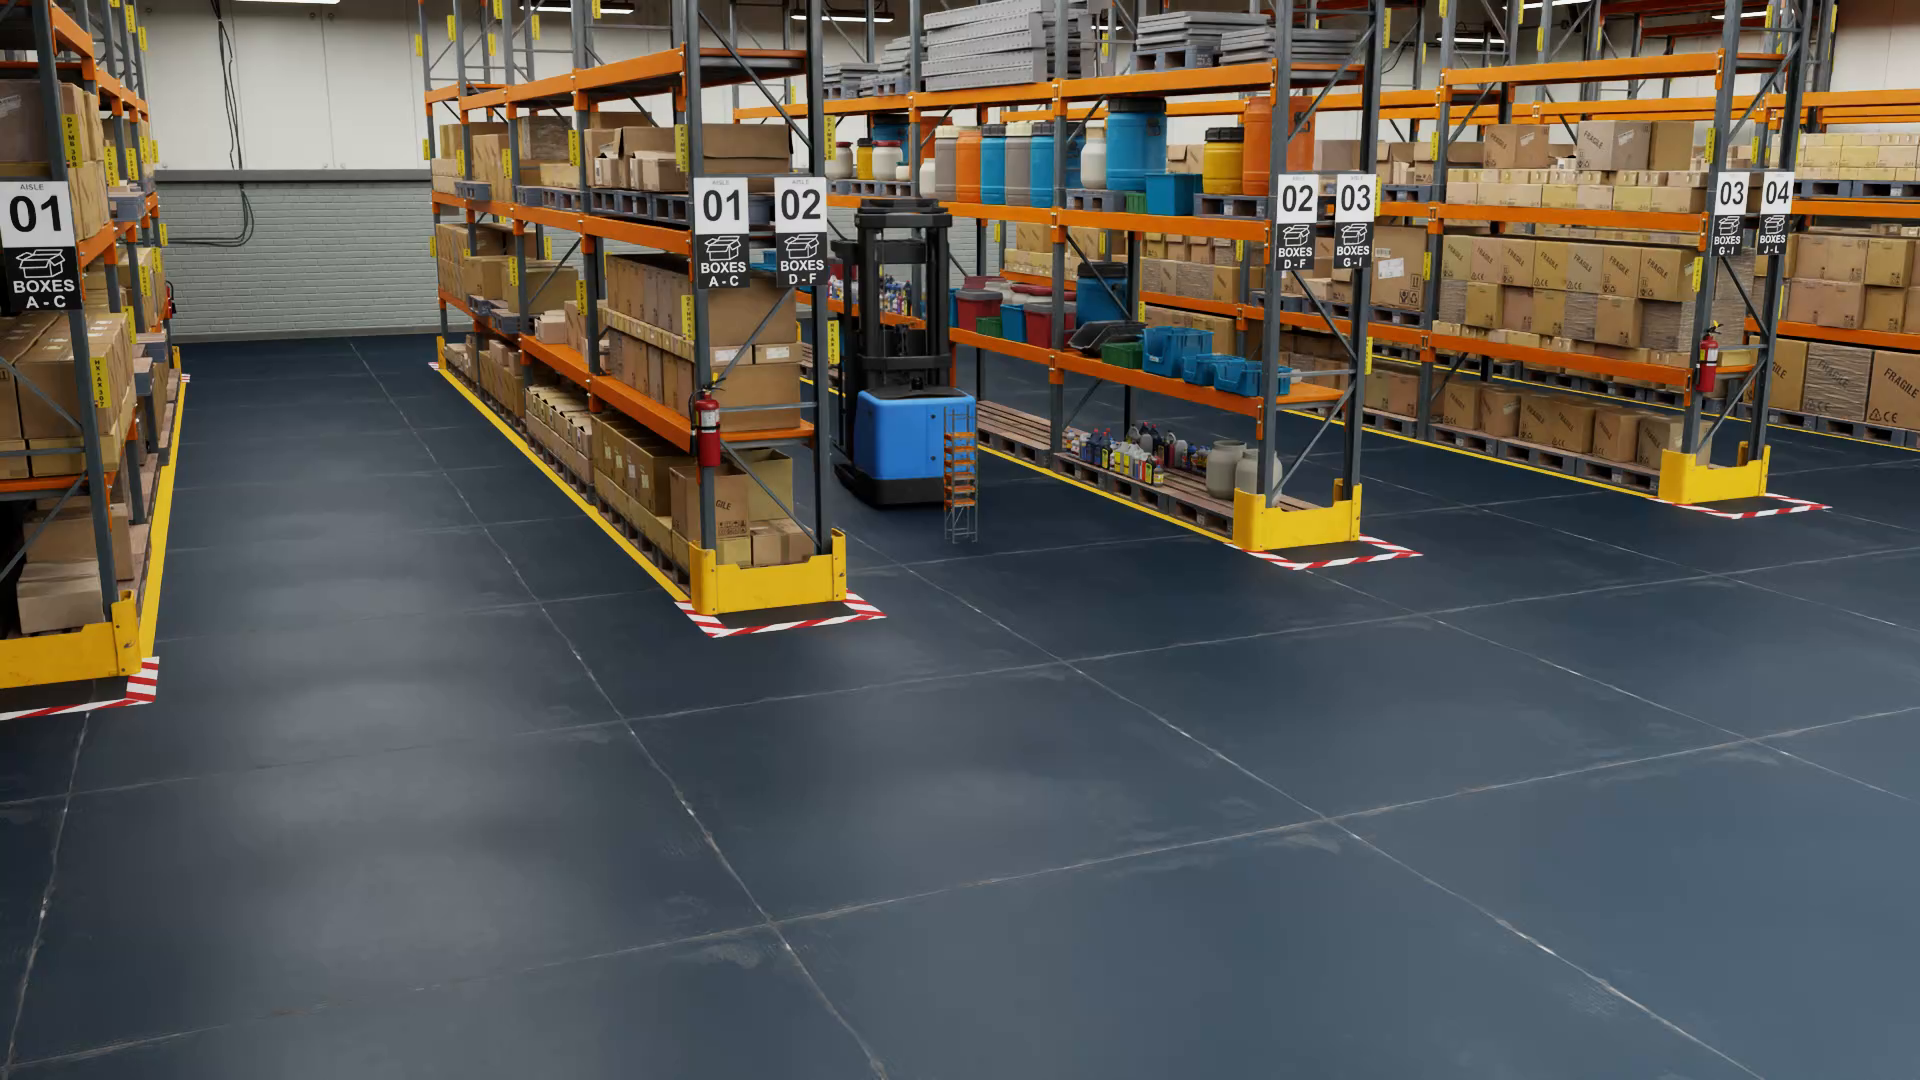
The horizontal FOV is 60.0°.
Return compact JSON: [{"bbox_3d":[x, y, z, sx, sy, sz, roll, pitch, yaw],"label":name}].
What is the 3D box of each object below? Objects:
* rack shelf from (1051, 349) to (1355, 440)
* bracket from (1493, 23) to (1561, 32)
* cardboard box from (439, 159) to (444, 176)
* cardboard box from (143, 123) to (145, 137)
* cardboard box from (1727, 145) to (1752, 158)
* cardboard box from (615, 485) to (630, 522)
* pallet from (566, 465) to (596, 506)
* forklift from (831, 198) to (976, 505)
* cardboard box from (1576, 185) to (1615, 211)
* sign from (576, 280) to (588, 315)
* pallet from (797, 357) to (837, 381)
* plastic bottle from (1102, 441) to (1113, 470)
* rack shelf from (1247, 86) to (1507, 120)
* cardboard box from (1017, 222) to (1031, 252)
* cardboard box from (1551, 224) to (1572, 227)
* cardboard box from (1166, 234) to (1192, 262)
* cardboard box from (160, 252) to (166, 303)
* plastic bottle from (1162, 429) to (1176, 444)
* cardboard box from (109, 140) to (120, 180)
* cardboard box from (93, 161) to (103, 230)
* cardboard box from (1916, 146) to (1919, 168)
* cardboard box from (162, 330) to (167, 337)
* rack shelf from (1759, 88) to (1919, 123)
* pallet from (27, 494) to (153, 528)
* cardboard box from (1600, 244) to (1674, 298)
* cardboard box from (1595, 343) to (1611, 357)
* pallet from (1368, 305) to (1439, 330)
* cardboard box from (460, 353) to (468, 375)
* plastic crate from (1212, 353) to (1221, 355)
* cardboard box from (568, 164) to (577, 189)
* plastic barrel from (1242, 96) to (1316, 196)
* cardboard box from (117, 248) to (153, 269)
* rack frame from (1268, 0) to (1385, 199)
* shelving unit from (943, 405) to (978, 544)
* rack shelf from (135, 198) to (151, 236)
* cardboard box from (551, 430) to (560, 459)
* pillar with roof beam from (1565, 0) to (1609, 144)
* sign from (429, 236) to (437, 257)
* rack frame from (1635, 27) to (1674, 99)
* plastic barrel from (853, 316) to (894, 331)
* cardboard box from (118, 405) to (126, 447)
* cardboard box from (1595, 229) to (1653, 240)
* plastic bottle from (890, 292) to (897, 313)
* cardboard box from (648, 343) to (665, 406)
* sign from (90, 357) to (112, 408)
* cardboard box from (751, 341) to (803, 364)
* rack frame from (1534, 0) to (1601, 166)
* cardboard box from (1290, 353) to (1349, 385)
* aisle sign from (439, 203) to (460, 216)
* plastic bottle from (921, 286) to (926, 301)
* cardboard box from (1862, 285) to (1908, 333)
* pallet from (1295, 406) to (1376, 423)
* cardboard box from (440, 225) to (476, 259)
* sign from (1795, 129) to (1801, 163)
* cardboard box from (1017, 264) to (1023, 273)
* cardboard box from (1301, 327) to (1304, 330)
[{"bbox_3d":[2.264,-1.497,16.281,1.077,0.370,4.000,-6,14,-23],"label":"rack shelf"},{"bbox_3d":[12.956,-12.477,40.841,0.076,0.066,5.218,-6,14,-23],"label":"bracket"},{"bbox_3d":[-7.517,-5.589,24.937,0.500,0.250,0.500,-6,14,-23],"label":"cardboard box"},{"bbox_3d":[-11.059,-5.304,21.998,0.500,0.500,0.500,-6,14,-24],"label":"cardboard box"},{"bbox_3d":[12.908,-6.332,27.769,0.700,0.500,0.500,-6,15,-26],"label":"cardboard box"},{"bbox_3d":[-2.778,-0.348,14.889,0.500,0.250,0.500,-6,14,-23],"label":"cardboard box"},{"bbox_3d":[-3.408,-0.604,17.013,1.003,0.211,1.213,-6,14,-23],"label":"pallet"},{"bbox_3d":[-0.709,-2.056,17.251,1.130,2.935,3.031,-4,13,-15],"label":"forklift"},{"bbox_3d":[6.777,-3.556,17.263,0.500,0.250,0.500,-5,14,-22],"label":"cardboard box"},{"bbox_3d":[-3.570,-2.289,15.714,0.100,0.325,0.005,-6,14,-23],"label":"sign"},{"bbox_3d":[-2.072,-2.703,26.082,1.003,0.211,1.213,-6,14,-23],"label":"pallet"},{"bbox_3d":[1.510,-0.871,17.027,0.061,0.283,0.133,-5,14,-20],"label":"plastic bottle"},{"bbox_3d":[5.200,-5.499,21.153,1.077,0.370,4.000,-6,14,-23],"label":"rack shelf"},{"bbox_3d":[1.339,-5.398,29.549,0.500,0.500,0.500,-6,14,-24],"label":"cardboard box"},{"bbox_3d":[11.435,-5.864,31.117,0.500,0.500,0.500,-6,14,-23],"label":"cardboard box"},{"bbox_3d":[3.588,-4.497,25.203,0.797,0.503,0.637,-5,14,-21],"label":"cardboard box"},{"bbox_3d":[-11.906,-3.737,23.701,0.980,0.700,0.700,-6,14,-23],"label":"cardboard box"},{"bbox_3d":[2.191,-0.971,17.313,0.144,0.351,0.185,-6,14,-23],"label":"plastic bottle"},{"bbox_3d":[-10.285,-4.442,19.561,0.700,0.500,0.500,-6,14,-24],"label":"cardboard box"},{"bbox_3d":[-6.738,-2.587,12.477,0.500,0.500,0.500,-6,14,-25],"label":"cardboard box"},{"bbox_3d":[11.337,-4.378,19.003,0.500,0.250,0.500,-6,14,-23],"label":"cardboard box"},{"bbox_3d":[-11.728,-2.950,24.135,0.380,0.149,0.250,-5,14,-21],"label":"cardboard box"},{"bbox_3d":[11.387,-5.099,19.428,1.077,0.370,4.000,-6,14,-23],"label":"rack shelf"},{"bbox_3d":[-7.928,-0.168,15.128,1.003,0.211,1.213,-6,14,-23],"label":"pallet"},{"bbox_3d":[6.951,-2.757,17.029,0.500,0.500,0.500,-6,14,-23],"label":"cardboard box"},{"bbox_3d":[6.905,-2.007,17.445,0.380,0.149,0.250,-6,14,-23],"label":"cardboard box"},{"bbox_3d":[5.828,-2.786,20.679,1.003,0.211,1.213,-6,14,-23],"label":"pallet"},{"bbox_3d":[-7.070,-2.618,24.518,0.500,0.311,0.500,-6,14,-23],"label":"cardboard box"},{"bbox_3d":[2.345,-1.820,16.665,0.530,0.136,0.437,-6,14,-23],"label":"plastic crate"},{"bbox_3d":[-3.787,-3.808,17.418,0.500,0.250,0.500,-7,15,-28],"label":"cardboard box"},{"bbox_3d":[2.754,-3.398,14.365,0.600,0.830,0.708,-6,14,-23],"label":"plastic barrel"},{"bbox_3d":[-10.398,-3.514,20.812,0.500,0.250,0.500,-5,14,-22],"label":"cardboard box"},{"bbox_3d":[3.065,-4.357,13.738,1.000,3.000,0.127,-6,14,-23],"label":"rack frame"},{"bbox_3d":[0.006,-0.582,14.722,0.258,1.200,0.189,-6,14,-23],"label":"shelving unit"},{"bbox_3d":[-10.018,-3.716,19.218,1.077,0.370,4.000,-6,14,-23],"label":"rack shelf"},{"bbox_3d":[-4.118,-1.054,17.939,0.500,0.250,0.500,-5,14,-22],"label":"cardboard box"},{"bbox_3d":[10.622,-9.704,36.840,9.100,9.000,0.548,-6,14,-23],"label":"pillar with roof beam"},{"bbox_3d":[-8.381,-4.666,26.458,0.100,0.325,0.005,-6,14,-23],"label":"sign"},{"bbox_3d":[14.821,-9.454,35.762,1.000,3.000,0.127,-6,14,-23],"label":"rack frame"},{"bbox_3d":[-1.256,-2.836,24.192,0.600,0.901,0.708,-6,14,-23],"label":"plastic barrel"},{"bbox_3d":[-6.336,-0.817,12.038,0.500,0.250,0.500,-6,14,-24],"label":"cardboard box"},{"bbox_3d":[9.566,-4.194,23.898,0.700,0.500,0.500,-6,14,-24],"label":"cardboard box"},{"bbox_3d":[-0.892,-3.183,22.255,0.097,0.271,0.097,0,13,0],"label":"plastic bottle"},{"bbox_3d":[-2.273,-1.454,14.276,0.700,0.500,0.500,-5,14,-21],"label":"cardboard box"},{"bbox_3d":[-5.515,-1.010,10.663,0.100,0.325,0.005,-6,14,-23],"label":"sign"},{"bbox_3d":[-1.435,-1.453,12.835,0.380,0.149,0.250,-6,14,-23],"label":"cardboard box"},{"bbox_3d":[8.984,-6.884,24.658,1.000,3.000,0.127,-6,14,-23],"label":"rack frame"},{"bbox_3d":[4.919,-2.281,22.641,0.700,0.500,0.500,-7,15,-28],"label":"cardboard box"},{"bbox_3d":[-8.180,-5.547,26.421,0.394,0.787,0.004,-6,14,-23],"label":"aisle sign"},{"bbox_3d":[-0.501,-3.408,23.228,0.097,0.271,0.097,0,13,0],"label":"plastic bottle"},{"bbox_3d":[11.399,-2.799,19.978,0.875,0.550,0.500,-6,14,-23],"label":"cardboard box"},{"bbox_3d":[5.195,-1.763,22.018,1.003,0.211,1.213,-6,14,-23],"label":"pallet"},{"bbox_3d":[-7.732,-4.606,25.681,0.500,0.500,0.500,-5,14,-22],"label":"cardboard box"},{"bbox_3d":[8.101,-3.818,16.123,0.100,0.325,0.005,-6,14,-23],"label":"sign"},{"bbox_3d":[1.241,-4.856,29.756,0.380,0.149,0.250,-6,14,-24],"label":"cardboard box"},{"bbox_3d":[6.455,-3.928,30.579,0.380,0.149,0.250,-5,14,-22],"label":"cardboard box"}]
